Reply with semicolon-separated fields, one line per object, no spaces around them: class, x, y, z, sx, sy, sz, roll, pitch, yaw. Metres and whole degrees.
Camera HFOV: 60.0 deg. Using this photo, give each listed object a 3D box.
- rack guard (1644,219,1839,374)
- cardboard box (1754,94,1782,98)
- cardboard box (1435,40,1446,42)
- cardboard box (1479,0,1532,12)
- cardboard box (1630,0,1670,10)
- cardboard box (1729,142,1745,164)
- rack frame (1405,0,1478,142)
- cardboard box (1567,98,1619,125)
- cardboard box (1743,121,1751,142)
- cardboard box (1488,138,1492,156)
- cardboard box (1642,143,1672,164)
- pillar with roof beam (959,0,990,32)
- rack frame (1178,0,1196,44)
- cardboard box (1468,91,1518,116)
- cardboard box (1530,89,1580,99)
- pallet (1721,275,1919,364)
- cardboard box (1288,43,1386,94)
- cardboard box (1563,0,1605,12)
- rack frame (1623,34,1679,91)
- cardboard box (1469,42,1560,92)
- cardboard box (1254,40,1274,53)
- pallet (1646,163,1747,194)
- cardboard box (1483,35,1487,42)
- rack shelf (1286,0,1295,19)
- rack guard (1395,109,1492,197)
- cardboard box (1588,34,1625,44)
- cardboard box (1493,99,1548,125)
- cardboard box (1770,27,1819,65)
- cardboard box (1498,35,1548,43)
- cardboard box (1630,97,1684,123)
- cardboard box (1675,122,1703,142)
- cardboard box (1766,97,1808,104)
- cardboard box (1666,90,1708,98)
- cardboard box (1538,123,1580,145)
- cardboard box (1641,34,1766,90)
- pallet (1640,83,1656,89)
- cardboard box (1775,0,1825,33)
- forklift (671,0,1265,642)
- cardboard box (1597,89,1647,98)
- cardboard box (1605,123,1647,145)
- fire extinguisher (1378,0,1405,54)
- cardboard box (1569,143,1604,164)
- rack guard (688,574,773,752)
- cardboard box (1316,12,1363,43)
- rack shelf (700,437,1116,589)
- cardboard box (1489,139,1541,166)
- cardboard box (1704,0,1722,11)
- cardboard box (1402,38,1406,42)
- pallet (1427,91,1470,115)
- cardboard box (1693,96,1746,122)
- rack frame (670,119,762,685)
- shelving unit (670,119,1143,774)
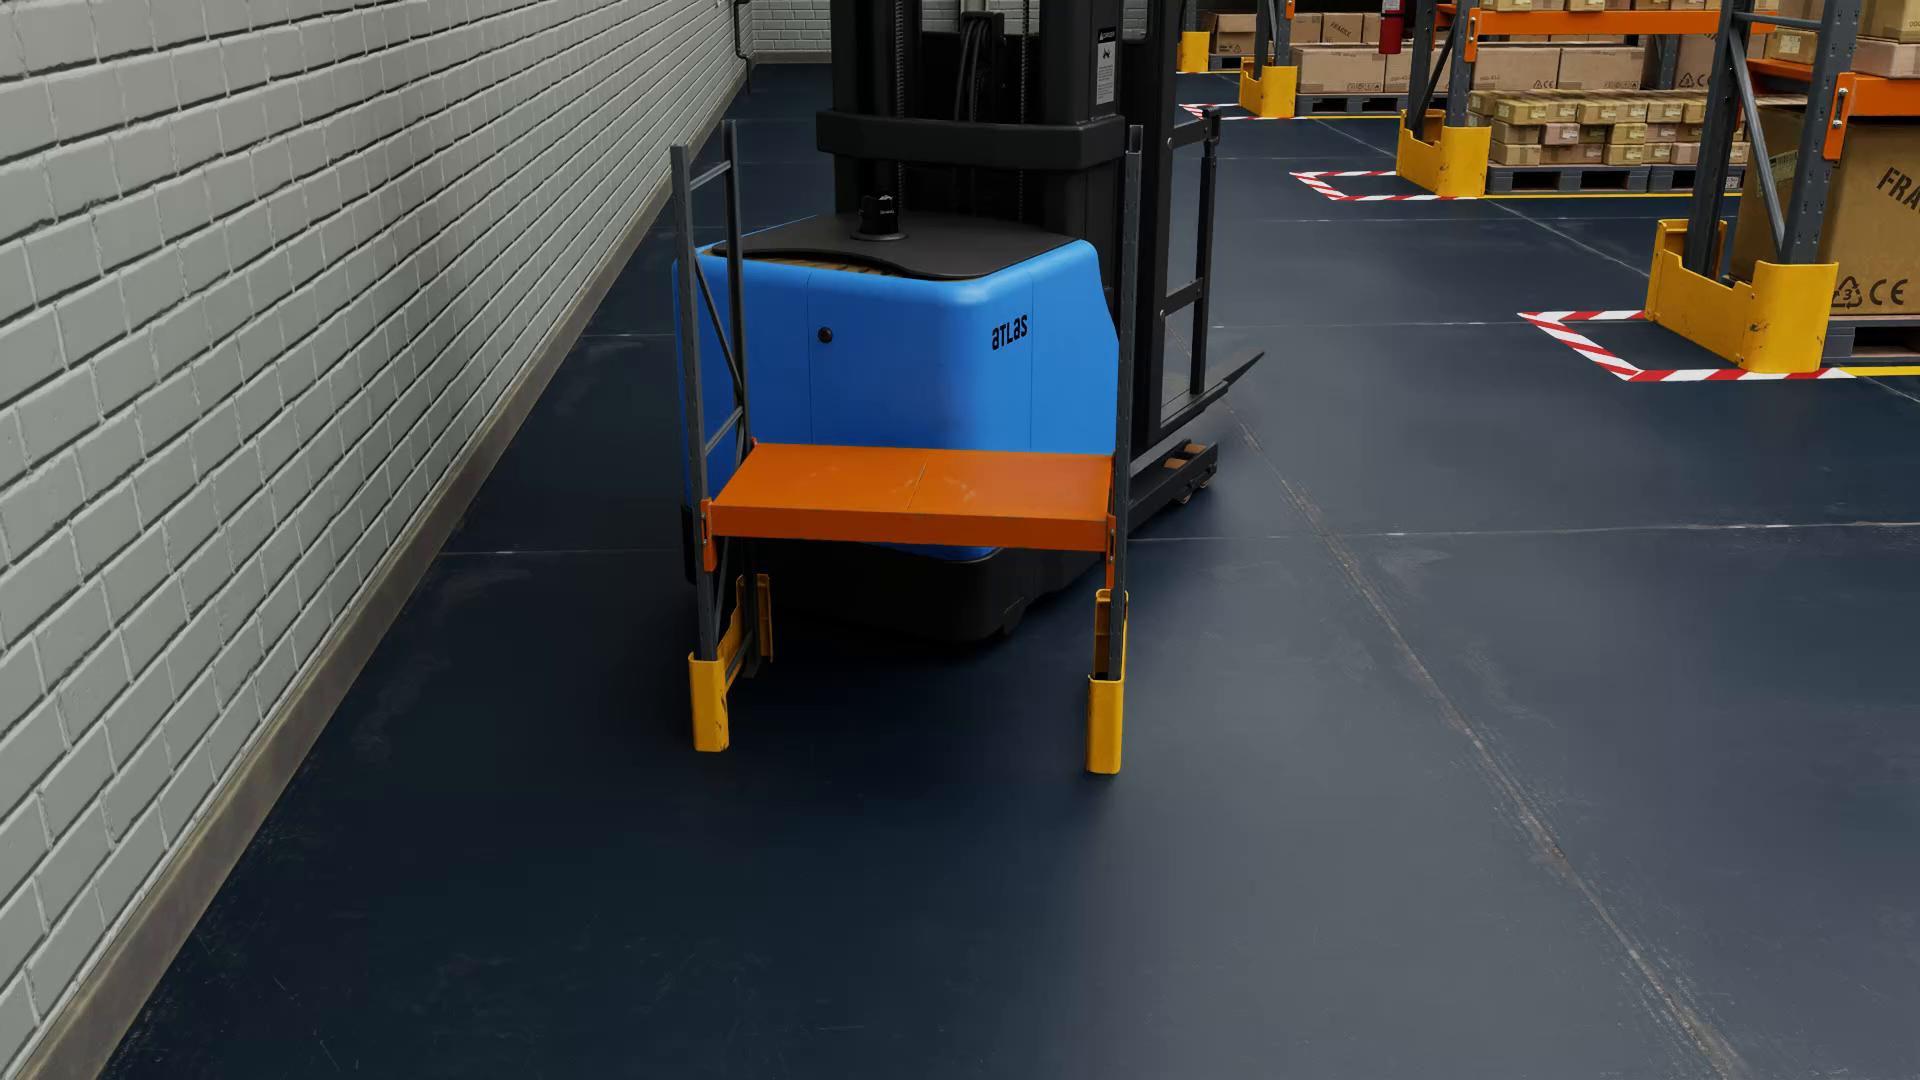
rack guard;3.765;-1.205;8.084;0.348;0.500;1.175;-1;21;-3
cardboard box;6.199;-3.431;12.997;0.250;0.149;0.380;-1;21;-2
cardboard box;6.390;-6.487;21.860;0.250;0.149;0.380;-2;21;-5
cardboard box;3.949;-3.911;12.030;0.250;0.149;0.380;-1;21;-3
cardboard box;4.995;-3.968;12.180;0.250;0.149;0.380;-1;21;-4
cardboard box;5.692;-2.935;12.531;0.250;0.149;0.380;-1;21;-3
rack frame;3.607;-4.138;12.274;0.127;3.000;1.000;-1;21;-3
cardboard box;4.676;-3.178;12.332;0.250;0.149;0.380;-1;21;-3
cardboard box;5.990;-3.101;12.548;0.250;0.149;0.380;-2;21;-6
cardboard box;4.120;-3.087;12.929;0.250;0.149;0.380;-1;21;-2
cardboard box;5.163;-2.946;12.560;0.250;0.149;0.380;-1;21;-3
pillar with roof beam;0.439;-9.197;17.131;0.400;9.000;9.100;-1;21;-3
rack frame;2.936;-7.657;21.518;0.127;3.000;1.000;-1;21;-3
cardboard box;4.121;-3.381;12.865;0.250;0.149;0.380;-1;21;-2
cardboard box;4.626;-3.416;12.957;0.250;0.149;0.380;-2;21;-4
pallet;4.583;-1.115;8.253;1.213;0.211;1.003;-1;21;-3
cardboard box;3.877;-4.942;17.397;0.875;0.438;0.875;-2;21;-5
cardboard box;4.472;-3.917;12.047;0.250;0.149;0.380;-2;21;-5
rack frame;7.217;-5.976;17.100;0.127;3.000;1.000;-1;21;-3
cardboard box;5.690;-4.981;17.500;0.875;0.438;0.875;-2;21;-5
cardboard box;3.979;-6.495;21.881;0.250;0.149;0.380;-2;21;-5
pallet;5.711;-2.864;12.847;1.213;0.211;1.003;-1;21;-3
cardboard box;7.403;-6.882;22.404;0.500;0.500;0.500;-1;21;-3
rack shelf;5.220;-5.599;17.122;4.000;0.370;1.077;-1;21;-3
rack guard;3.683;-2.971;12.723;0.348;0.500;1.175;-1;21;-3
cardboard box;8.455;-6.720;21.978;0.500;0.500;0.500;-2;21;-5
cardboard box;4.149;-3.170;12.312;0.250;0.149;0.380;-2;21;-6
cardboard box;4.126;-2.381;8.012;0.250;0.149;0.380;-1;21;-2
cardboard box;7.426;-6.697;21.917;0.500;0.500;0.500;0;21;-1
cardboard box;5.197;-3.215;12.429;0.250;0.149;0.380;0;21;-1
cardboard box;5.451;-3.108;12.568;0.250;0.149;0.380;0;21;0
cardboard box;6.230;-3.219;12.440;0.250;0.149;0.380;-2;21;-6
cardboard box;5.683;-3.405;12.929;0.250;0.149;0.380;-1;21;-3
cardboard box;4.421;-3.046;12.404;0.250;0.149;0.380;-1;21;-3
cardboard box;7.831;-5.220;17.511;0.875;0.875;0.875;-1;21;-1
pallet;7.983;-4.715;17.708;1.213;0.211;1.003;-1;21;-3
cardboard box;4.258;-2.547;7.888;0.500;0.250;0.500;-1;21;-4
forklift;0.296;-1.565;5.612;1.130;2.935;3.031;11;23;26
cardboard box;5.153;-3.424;12.978;0.250;0.149;0.380;0;21;-1
cardboard box;4.923;-3.049;12.412;0.250;0.149;0.380;-1;21;-1
fire extinguisher;3.329;-4.086;12.771;0.183;0.674;0.296;-1;21;-3
cardboard box;4.652;-2.941;12.546;0.250;0.149;0.380;-1;21;-2
rack guard;-0.605;0.316;4.440;0.087;0.250;0.587;2;21;6
cardboard box;4.941;-6.643;21.777;0.500;0.500;0.500;-1;21;-2
rack shelf;-0.101;-0.080;4.227;1.000;0.185;0.538;2;21;6
cardboard box;4.148;-2.899;12.436;0.250;0.149;0.380;-1;21;-2
cardboard box;5.503;-3.960;12.161;0.250;0.149;0.380;0;21;-1
cardboard box;5.824;-6.664;22.326;0.250;0.149;0.380;-1;21;-4
pallet;5.232;-4.659;17.561;1.213;0.211;1.003;-1;21;-3
cardboard box;5.708;-3.243;12.503;0.250;0.149;0.380;-1;21;-3
rack frame;-0.606;-0.268;4.217;0.032;1.500;0.500;2;21;6
shelving unit;-0.110;-0.248;4.164;1.083;1.500;0.587;2;21;6
